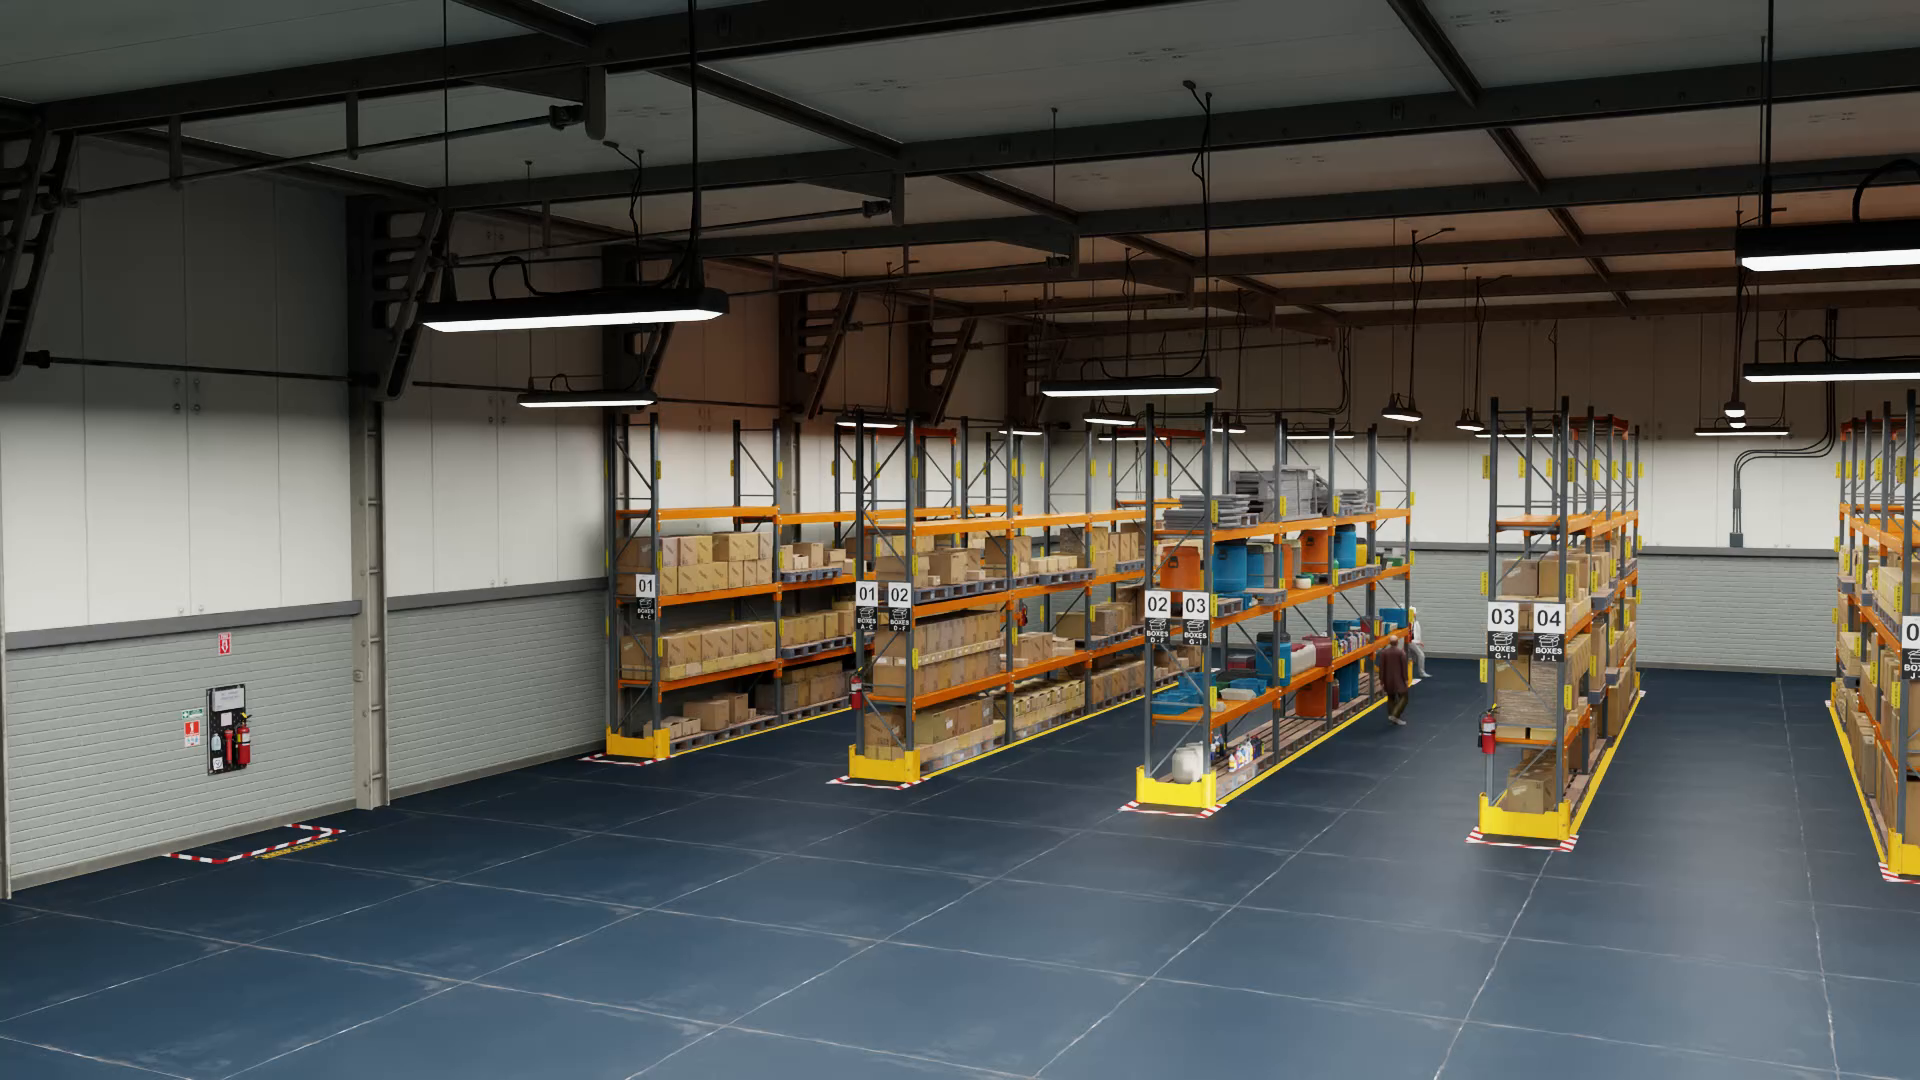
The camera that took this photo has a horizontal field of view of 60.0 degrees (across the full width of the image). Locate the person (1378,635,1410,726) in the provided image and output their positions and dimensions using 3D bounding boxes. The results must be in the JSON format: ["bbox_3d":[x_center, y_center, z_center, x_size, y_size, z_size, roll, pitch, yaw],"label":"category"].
[{"bbox_3d":[8.475,2.751,32.510,0.625,1.777,0.605,2,3,39],"label":"person"}]

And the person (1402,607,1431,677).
[{"bbox_3d":[11.013,2.467,40.384,0.963,1.667,0.527,2,3,44],"label":"person"}]
